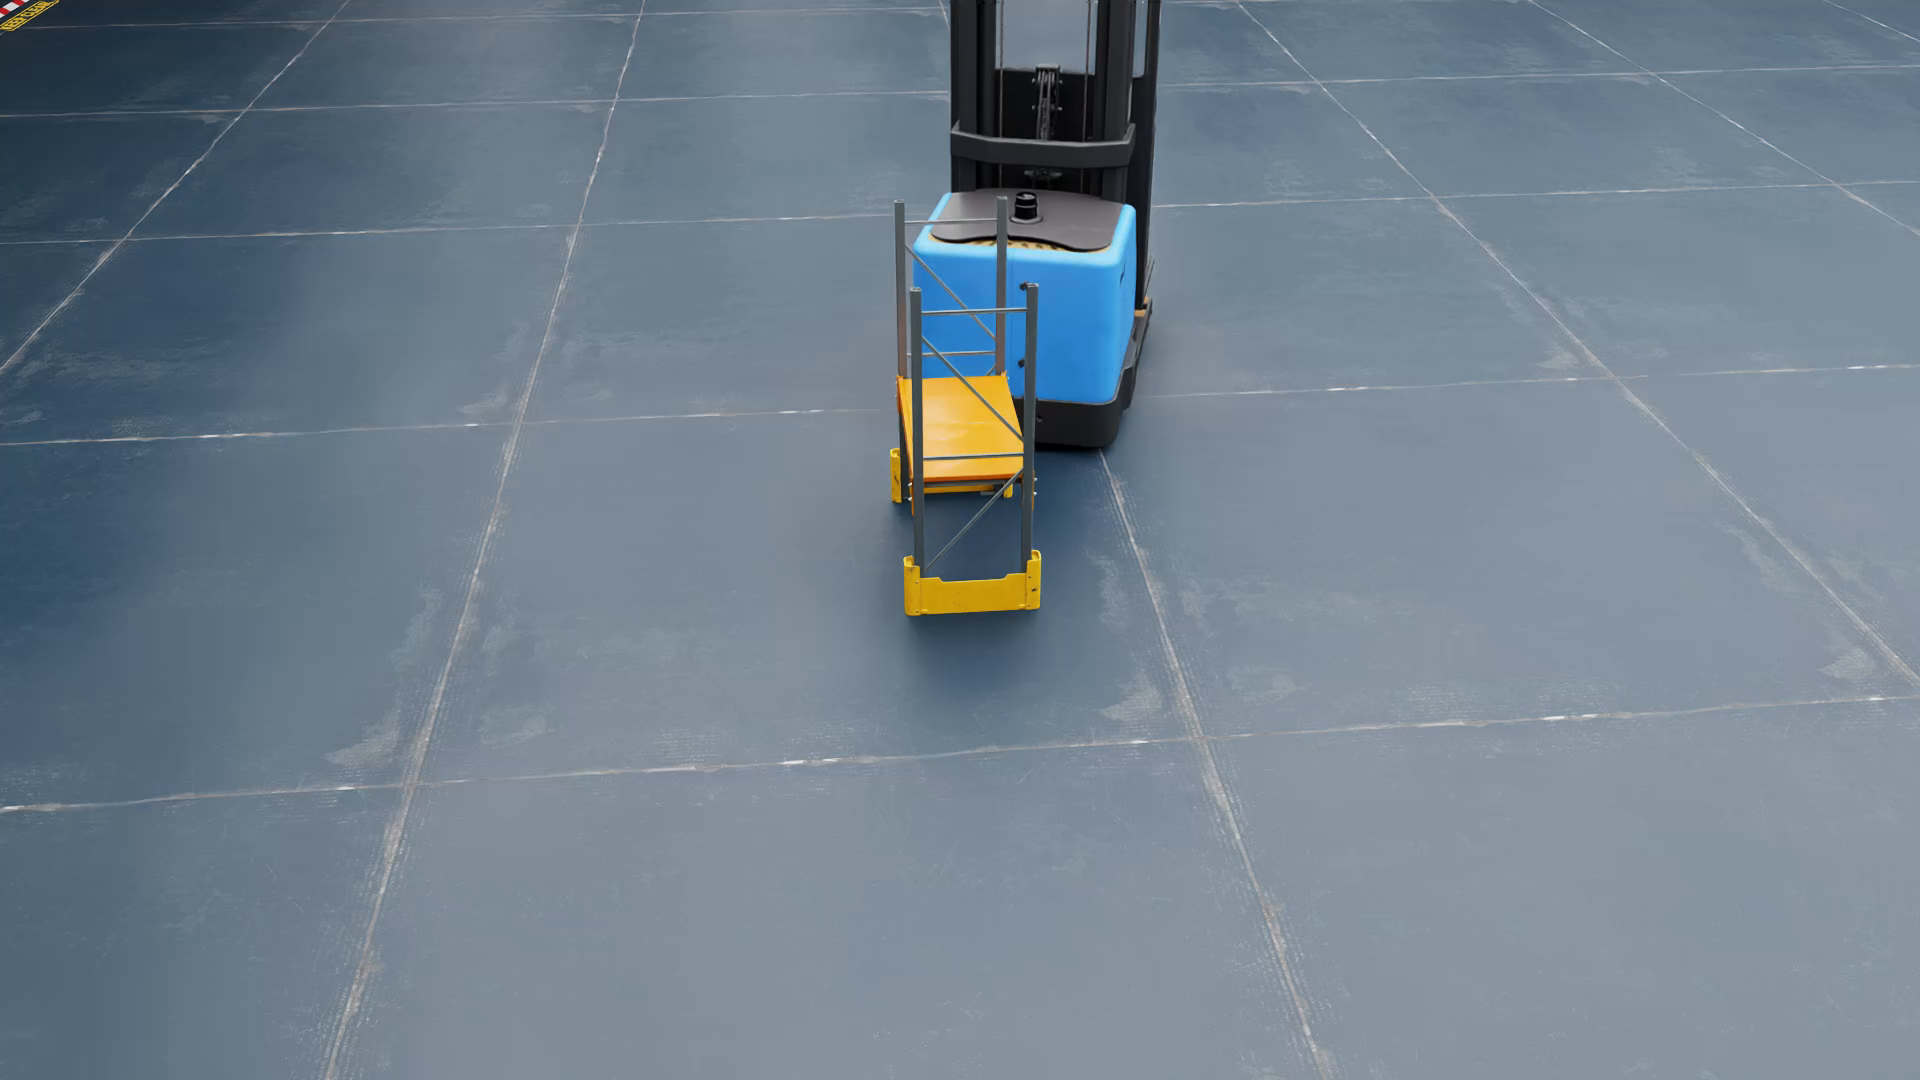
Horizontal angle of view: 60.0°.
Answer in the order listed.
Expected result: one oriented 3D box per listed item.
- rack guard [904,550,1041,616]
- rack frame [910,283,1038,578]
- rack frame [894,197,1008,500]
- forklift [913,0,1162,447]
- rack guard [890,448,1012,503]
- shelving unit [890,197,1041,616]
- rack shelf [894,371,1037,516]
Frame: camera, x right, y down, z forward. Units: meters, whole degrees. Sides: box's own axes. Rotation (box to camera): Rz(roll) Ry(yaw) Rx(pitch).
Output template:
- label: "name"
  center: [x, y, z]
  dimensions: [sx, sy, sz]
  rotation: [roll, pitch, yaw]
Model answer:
- label: "rack guard"
  center: [0.054, 0.186, 7.195]
  dimensions: [0.587, 0.250, 0.087]
  rotation: [-3, 31, -5]
- label: "rack frame"
  center: [0.055, -0.341, 6.858]
  dimensions: [0.500, 1.500, 0.032]
  rotation: [-3, 31, -5]
- label: "rack frame"
  center: [-0.040, -0.860, 7.727]
  dimensions: [0.500, 1.500, 0.032]
  rotation: [-3, 31, -5]
- label: "forklift"
  center: [0.539, -2.469, 9.026]
  dimensions: [1.130, 2.935, 3.031]
  rotation: [6, 31, 9]
- label: "rack guard"
  center: [-0.039, -0.323, 8.046]
  dimensions: [0.587, 0.250, 0.087]
  rotation: [-3, 31, -5]
- label: "shelving unit"
  center: [0.007, -0.605, 7.300]
  dimensions: [0.587, 1.500, 1.083]
  rotation: [-3, 31, -5]
- label: "rack shelf"
  center: [0.008, -0.446, 7.385]
  dimensions: [0.538, 0.185, 1.000]
  rotation: [-3, 31, -5]
